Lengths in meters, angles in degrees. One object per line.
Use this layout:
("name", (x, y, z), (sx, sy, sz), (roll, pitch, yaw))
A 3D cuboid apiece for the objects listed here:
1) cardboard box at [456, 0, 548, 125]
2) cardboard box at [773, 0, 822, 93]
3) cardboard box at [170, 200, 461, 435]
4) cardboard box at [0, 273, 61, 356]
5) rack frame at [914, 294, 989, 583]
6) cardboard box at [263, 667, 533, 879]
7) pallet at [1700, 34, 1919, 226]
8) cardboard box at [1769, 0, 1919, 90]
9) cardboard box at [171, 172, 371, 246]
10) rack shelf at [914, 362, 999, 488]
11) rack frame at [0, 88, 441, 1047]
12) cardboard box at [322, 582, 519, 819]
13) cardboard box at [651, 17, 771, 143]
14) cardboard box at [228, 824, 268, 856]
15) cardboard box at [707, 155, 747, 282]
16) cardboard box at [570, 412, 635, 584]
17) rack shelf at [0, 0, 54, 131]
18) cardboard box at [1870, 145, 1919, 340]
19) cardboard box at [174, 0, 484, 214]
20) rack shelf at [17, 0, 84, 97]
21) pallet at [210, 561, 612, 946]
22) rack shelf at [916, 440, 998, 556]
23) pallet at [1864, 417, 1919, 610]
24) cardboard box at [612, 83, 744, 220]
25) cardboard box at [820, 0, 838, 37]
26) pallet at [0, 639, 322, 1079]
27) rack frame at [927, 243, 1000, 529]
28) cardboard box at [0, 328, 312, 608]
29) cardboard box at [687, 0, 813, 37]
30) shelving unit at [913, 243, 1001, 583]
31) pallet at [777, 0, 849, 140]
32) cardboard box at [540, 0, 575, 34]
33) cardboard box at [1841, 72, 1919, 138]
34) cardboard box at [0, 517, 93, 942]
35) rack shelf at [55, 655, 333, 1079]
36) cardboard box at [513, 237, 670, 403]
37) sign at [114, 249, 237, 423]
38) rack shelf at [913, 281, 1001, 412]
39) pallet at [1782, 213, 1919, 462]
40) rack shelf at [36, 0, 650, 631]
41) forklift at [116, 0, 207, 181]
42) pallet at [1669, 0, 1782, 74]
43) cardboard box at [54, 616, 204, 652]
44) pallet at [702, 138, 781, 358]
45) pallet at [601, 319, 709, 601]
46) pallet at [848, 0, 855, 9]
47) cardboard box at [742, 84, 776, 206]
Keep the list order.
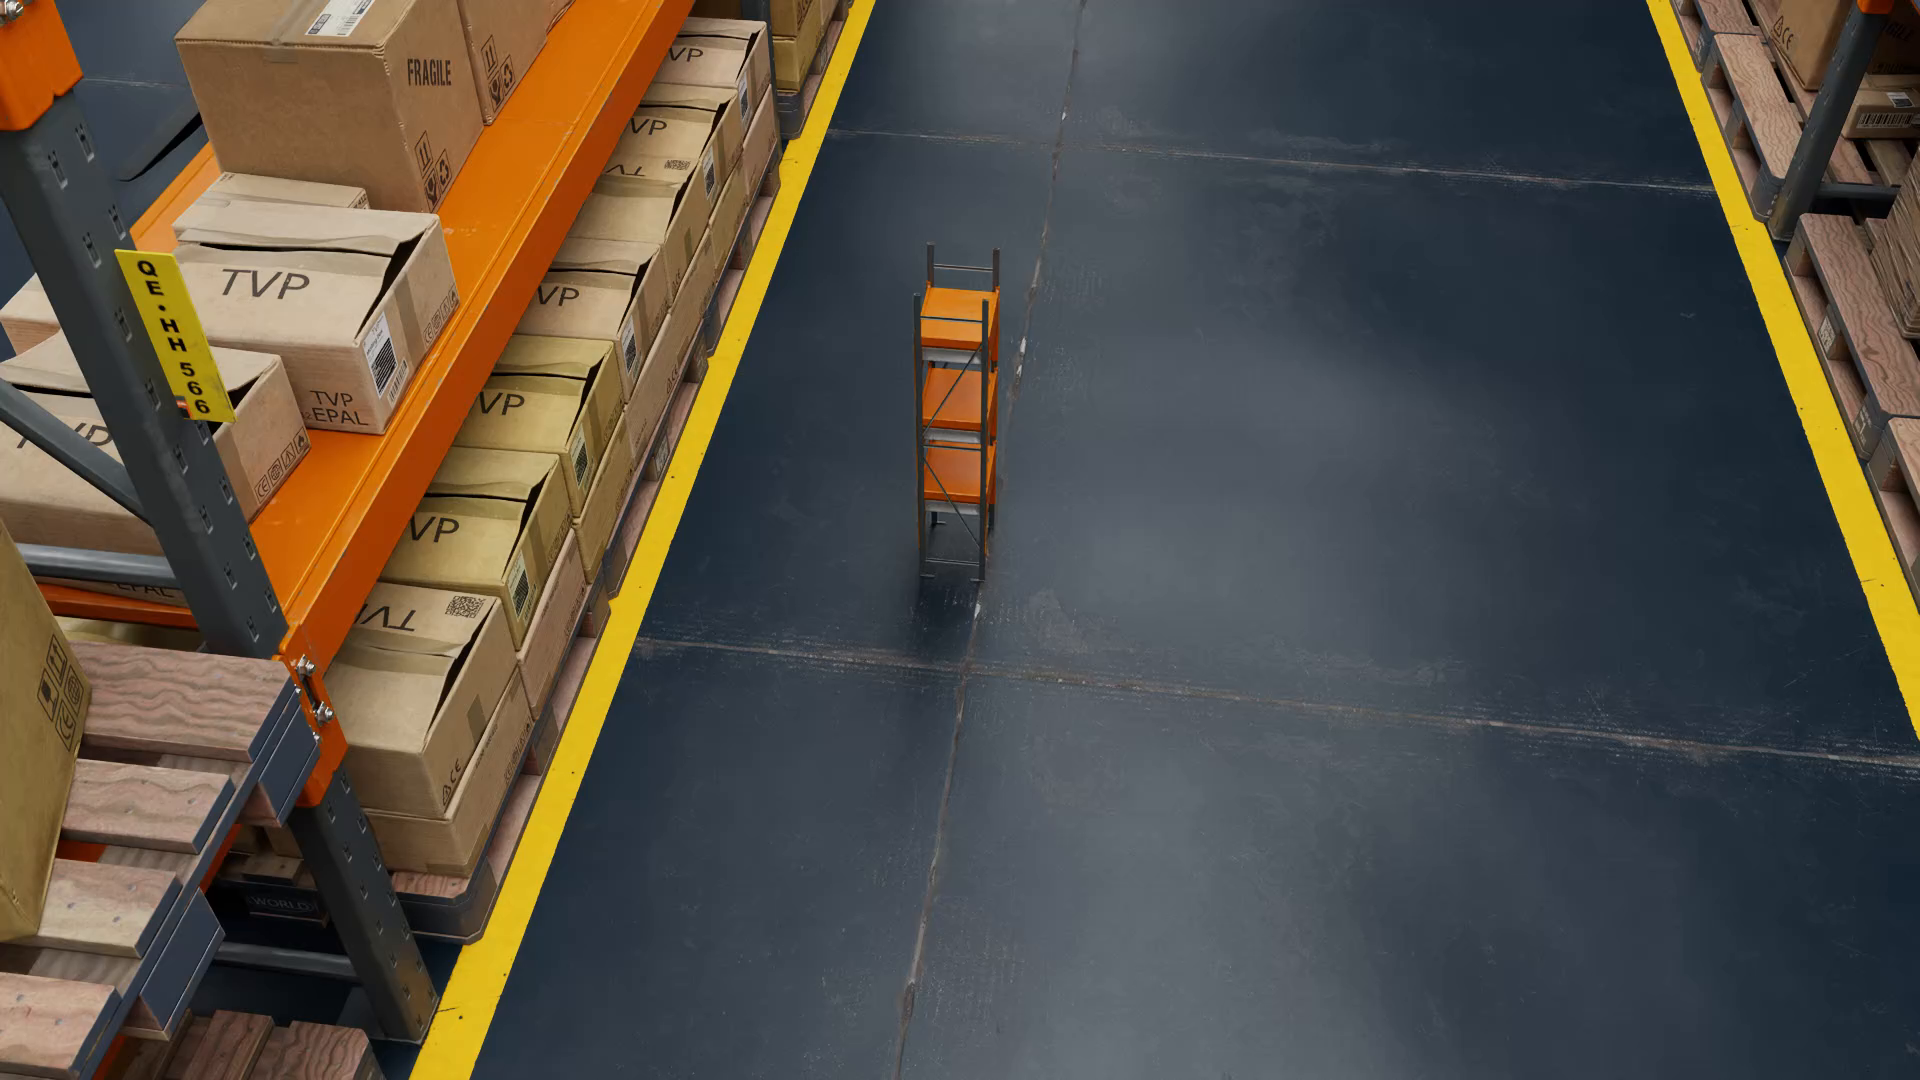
("cardboard box", (-1.497, -1.506, 4.587), (0.500, 0.500, 0.500), (5, 44, 6))
("cardboard box", (-0.881, -2.135, 7.018), (0.500, 0.250, 0.500), (5, 44, 6))
("cardboard box", (-1.462, -0.526, 3.689), (0.500, 0.311, 0.500), (5, 44, 5))
("cardboard box", (-1.927, -0.513, 3.793), (0.380, 0.149, 0.250), (5, 44, 6))
("rack frame", (-0.023, -0.262, 4.763), (0.200, 1.050, 0.008), (5, 44, 6))
("cardboard box", (-1.412, 0.549, 4.183), (0.500, 0.250, 0.500), (5, 44, 5))
("pallet", (3.721, -1.693, 6.885), (1.003, 0.211, 1.213), (5, 44, 6))
("cardboard box", (3.765, -2.208, 6.898), (0.500, 0.500, 0.500), (2, 43, 2))
("cardboard box", (-1.659, -0.749, 4.042), (0.380, 0.149, 0.250), (8, 44, 9))
("rack shelf", (-0.007, -0.337, 4.858), (0.215, 0.259, 0.240), (5, 44, 6))
("rack frame", (-1.772, 0.034, 3.033), (1.000, 3.000, 0.127), (5, 44, 6))
("cardboard box", (-1.412, 0.346, 3.990), (0.500, 0.311, 0.500), (7, 44, 7))
("cardboard box", (-1.012, -1.748, 6.201), (0.500, 0.311, 0.500), (5, 44, 6))
("cardboard box", (-1.944, 0.499, 4.236), (0.500, 0.250, 0.500), (6, 44, 7))
("cardboard box", (-1.079, -1.193, 6.023), (0.500, 0.250, 0.500), (5, 44, 5))
("cardboard box", (-1.283, -0.148, 4.919), (0.500, 0.250, 0.500), (4, 44, 4))
("rack shelf", (-2.036, 0.569, 0.809), (1.077, 0.370, 4.000), (5, 44, 6))
("cardboard box", (3.587, -0.994, 5.616), (0.700, 0.500, 0.500), (7, 44, 7))
("cardboard box", (-1.566, -1.148, 4.208), (0.500, 0.500, 0.500), (3, 44, 3))
("rack shelf", (-1.508, -2.157, 3.688), (1.077, 0.370, 4.000), (5, 44, 6))
("pallet", (-1.624, 0.489, 4.580), (1.003, 0.211, 1.213), (5, 44, 6))
("rack shelf", (-0.007, -0.135, 5.049), (0.215, 0.259, 0.240), (5, 44, 6))
("pallet", (3.407, 0.132, 4.957), (1.003, 0.211, 1.213), (5, 44, 6))
("cardboard box", (-1.075, -1.393, 5.826), (0.500, 0.311, 0.500), (6, 44, 7))
("cardboard box", (-0.810, -2.475, 7.377), (0.500, 0.250, 0.500), (5, 44, 6))
("pallet", (-1.792, 0.572, 2.604), (1.213, 0.211, 1.003), (5, 44, 6))
("rack frame", (0.009, -0.428, 4.938), (0.200, 1.050, 0.008), (5, 44, 6))
("cardboard box", (-1.681, -0.178, 3.321), (0.500, 0.311, 0.500), (8, 44, 8))
("cardboard box", (-0.871, -2.406, 6.759), (0.500, 0.500, 0.500), (5, 44, 6))
("shelving unit", (-0.007, -0.345, 4.851), (0.215, 1.050, 0.252), (5, 44, 6))
("pallet", (-1.096, -2.218, 7.439), (1.003, 0.211, 1.213), (5, 44, 6))
("cardboard box", (-1.430, -1.848, 4.947), (0.500, 0.500, 0.500), (8, 44, 9))
("cardboard box", (3.709, -1.743, 6.650), (0.380, 0.166, 0.250), (0, 43, 0))
("cardboard box", (-1.743, 0.284, 2.390), (0.700, 0.500, 0.500), (-8, 44, -9))
("rack shelf", (-2.036, 1.658, 1.841), (1.077, 0.370, 4.000), (5, 44, 6))
("cardboard box", (-1.213, -0.711, 5.106), (0.500, 0.311, 0.500), (5, 44, 5))
("sign", (-1.233, -0.315, 2.617), (0.100, 0.325, 0.005), (5, 44, 6))
("rack shelf", (-0.007, -0.543, 4.663), (0.215, 0.259, 0.240), (5, 44, 6))
("pallet", (3.566, -0.701, 5.837), (1.003, 0.211, 1.213), (5, 44, 6))
("rack shelf", (-1.508, -1.139, 4.652), (0.919, 0.124, 3.809), (5, 44, 6))
("forklift", (-2.689, -3.284, 6.587), (1.130, 2.935, 3.031), (6, 44, 6))
("pallet", (3.880, -2.527, 7.765), (1.003, 0.211, 1.213), (5, 44, 6))
("cardboard box", (-1.947, 0.297, 4.042), (0.500, 0.311, 0.500), (6, 44, 7))
("pallet", (-1.302, -1.174, 6.337), (1.003, 0.211, 1.213), (5, 44, 6))
("pallet", (-1.461, -0.340, 5.456), (1.003, 0.211, 1.213), (5, 44, 6))
("pallet", (-0.938, -3.052, 8.320), (1.003, 0.211, 1.213), (5, 44, 6))
("cardboard box", (-1.011, -1.538, 6.387), (0.500, 0.250, 0.500), (5, 44, 5))
